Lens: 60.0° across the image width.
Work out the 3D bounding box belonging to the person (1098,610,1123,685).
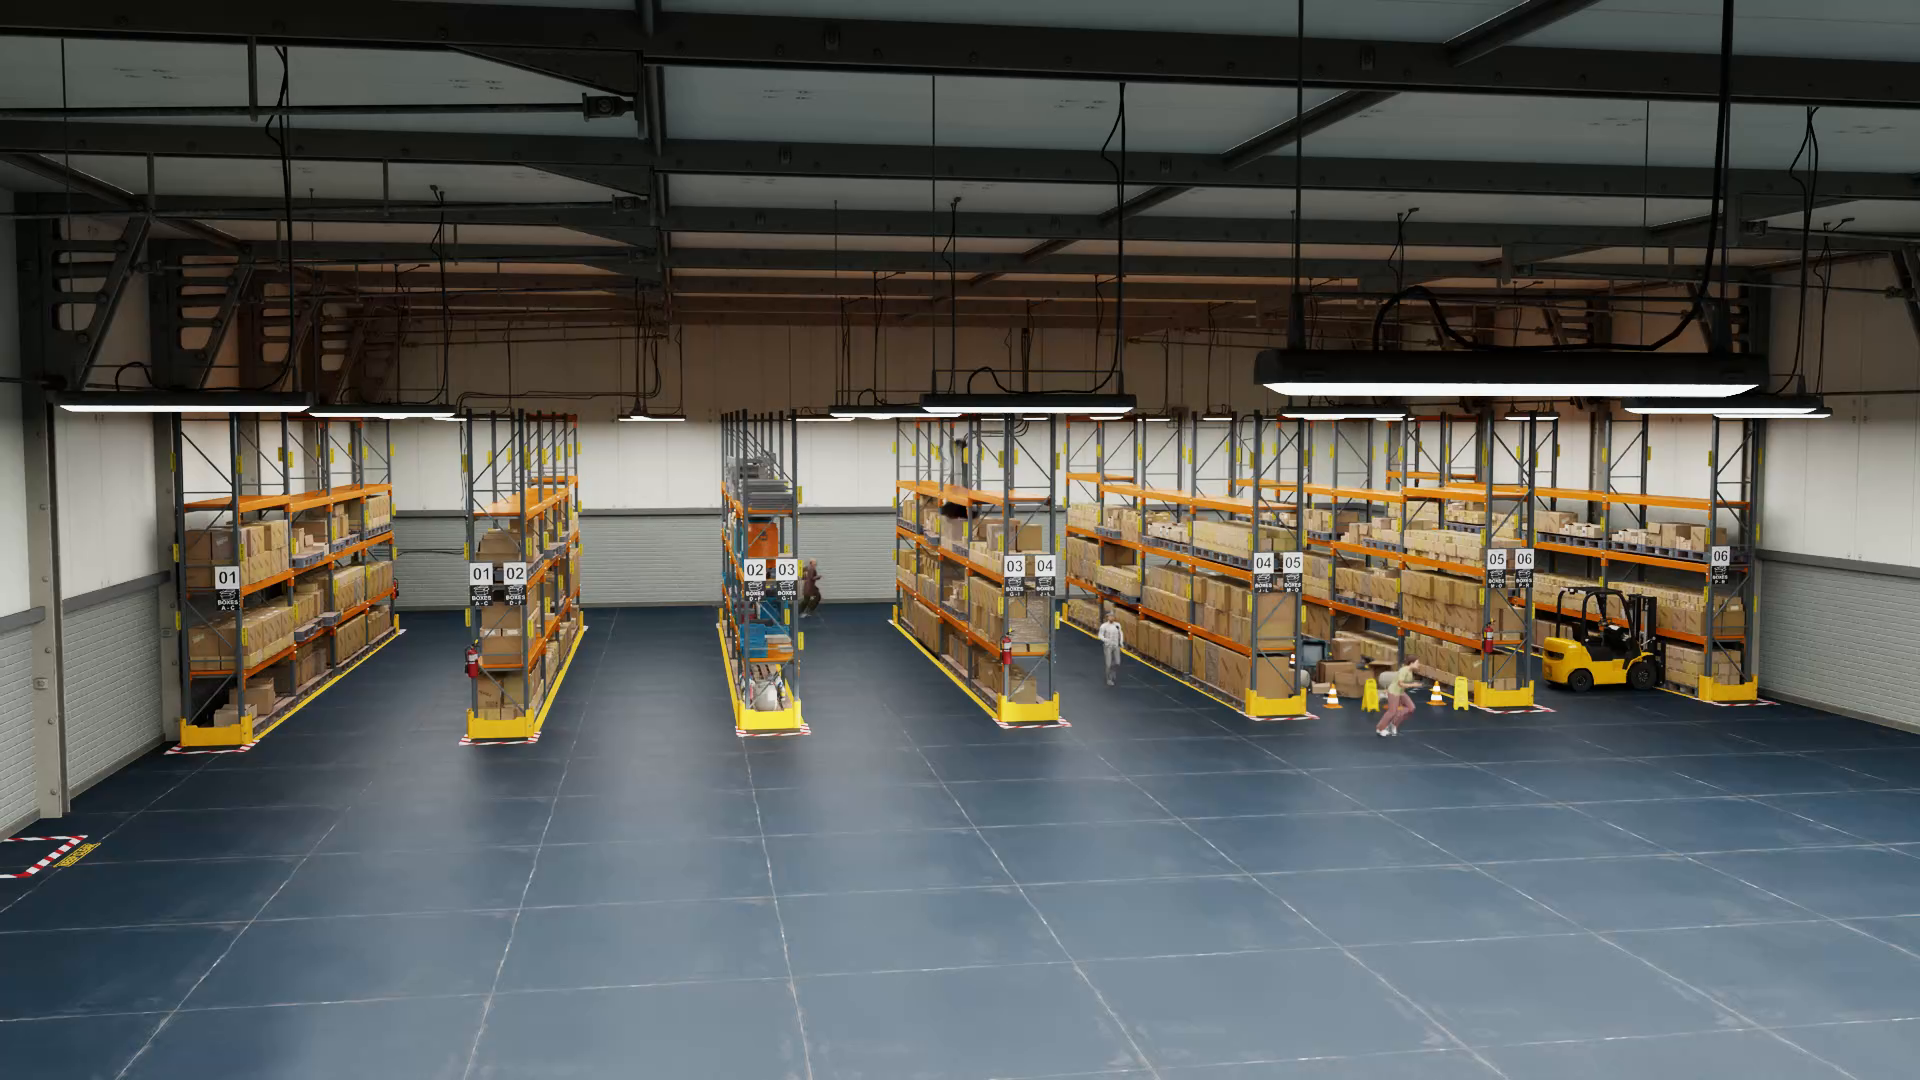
[{"bbox_3d":[3.344,2.352,36.496,0.605,1.659,0.538,-1,4,-11],"label":"person"}]

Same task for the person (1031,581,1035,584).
[{"bbox_3d":[1.943,1.556,47.796,0.655,1.722,0.842,0,4,-4],"label":"person"}]

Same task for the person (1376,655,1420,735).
[{"bbox_3d":[8.060,2.804,30.441,0.880,1.456,0.610,3,5,37],"label":"person"}]

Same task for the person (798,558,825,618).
[{"bbox_3d":[-4.426,1.423,49.038,0.884,1.783,0.659,0,4,1],"label":"person"}]
